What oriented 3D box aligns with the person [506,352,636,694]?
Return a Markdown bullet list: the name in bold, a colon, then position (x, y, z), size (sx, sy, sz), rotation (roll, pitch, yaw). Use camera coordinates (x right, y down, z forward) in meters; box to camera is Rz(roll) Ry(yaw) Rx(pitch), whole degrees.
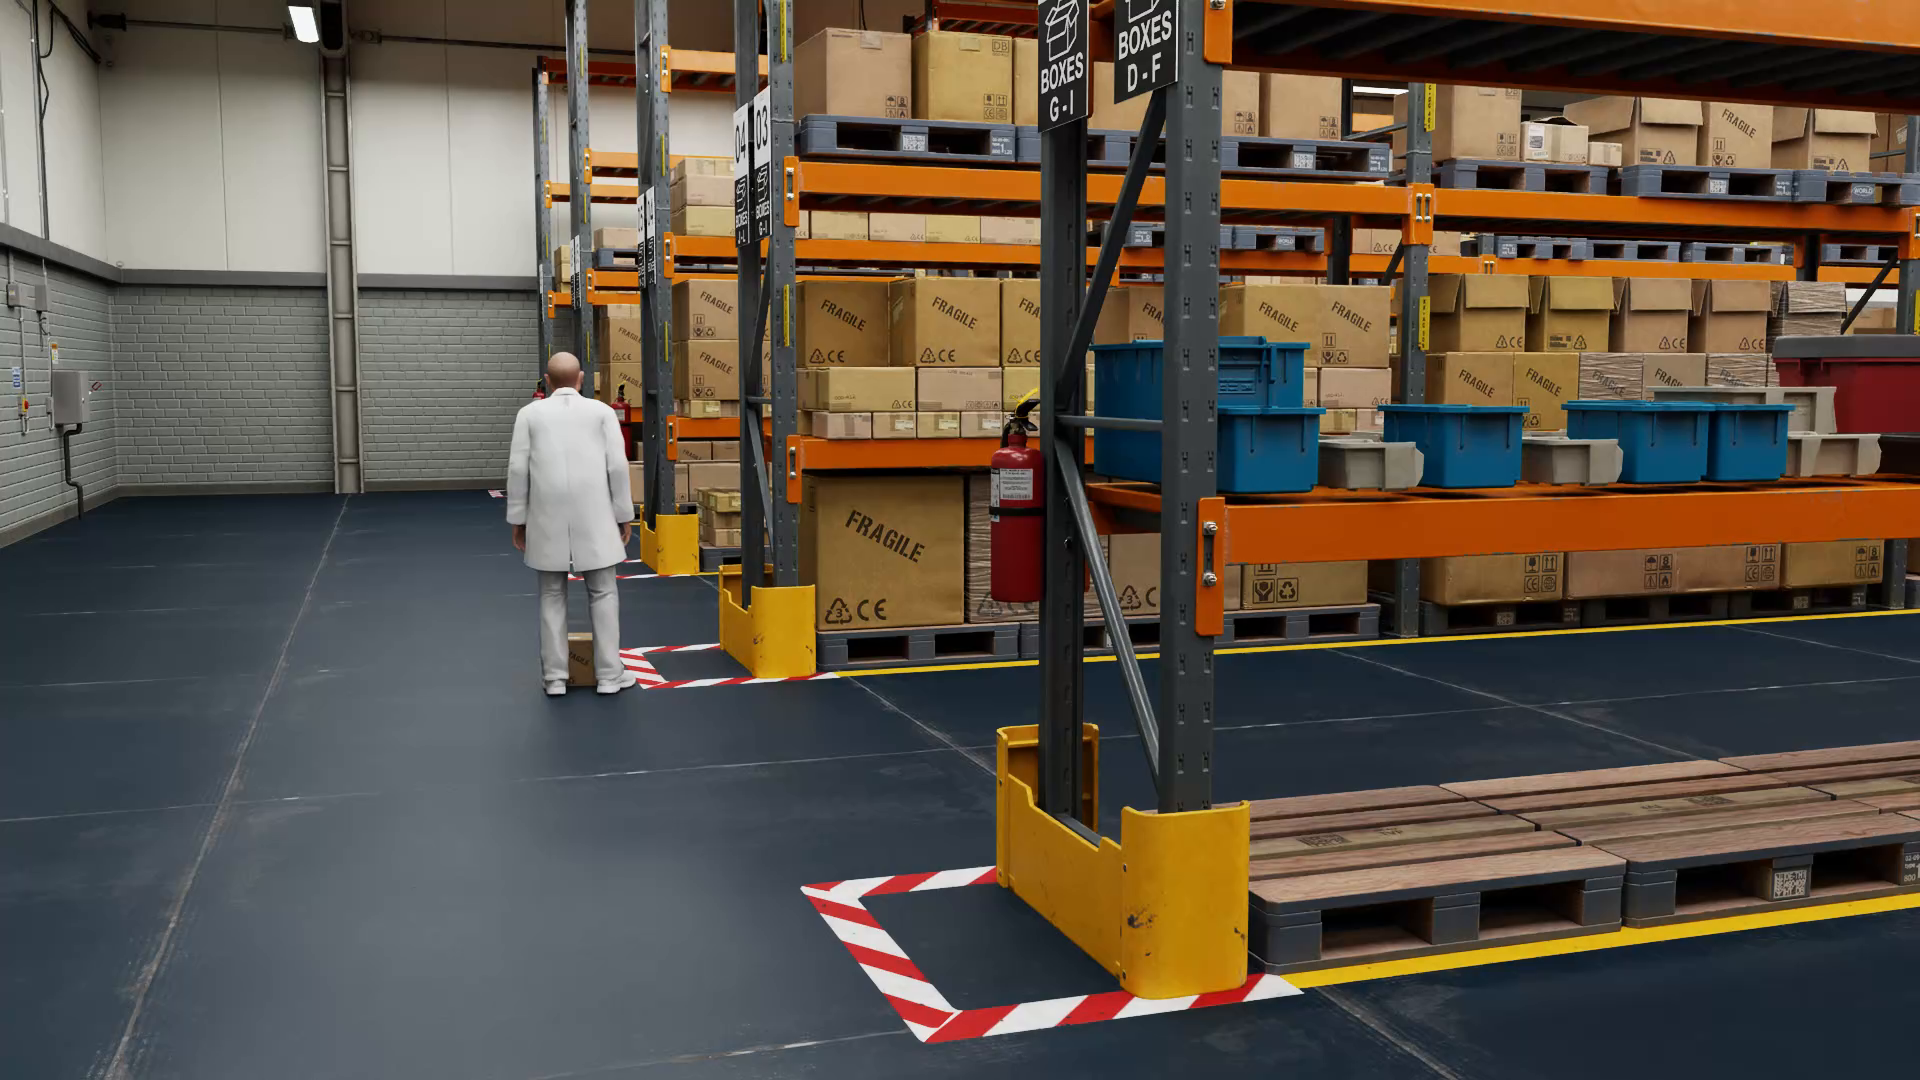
- **person**: position (-2.029, -0.089, 8.671), size (0.652, 1.773, 0.425), rotation (-1, 6, -8)
